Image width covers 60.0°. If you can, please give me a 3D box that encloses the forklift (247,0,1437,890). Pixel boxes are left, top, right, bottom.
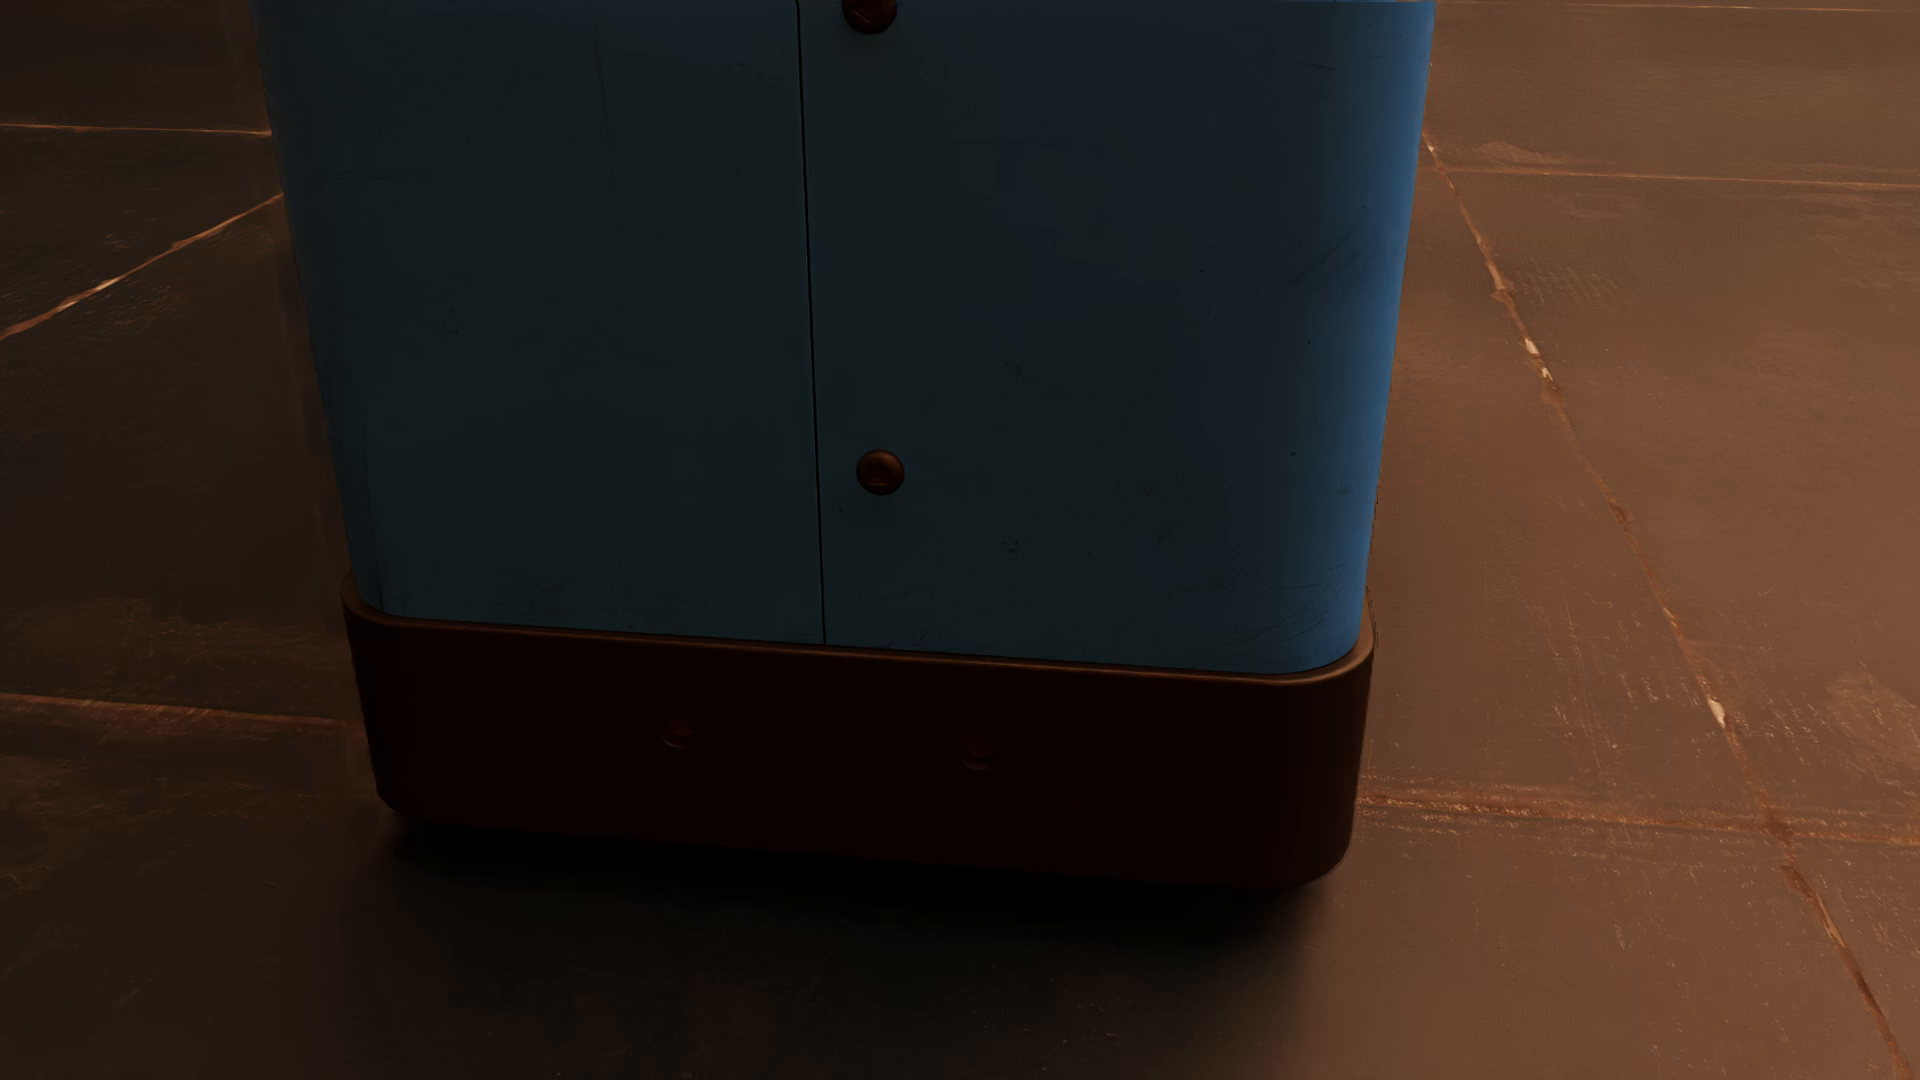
[{"bbox_3d":[0.063,-1.595,2.414,1.130,2.935,3.031,3,27,7],"label":"forklift"}]
